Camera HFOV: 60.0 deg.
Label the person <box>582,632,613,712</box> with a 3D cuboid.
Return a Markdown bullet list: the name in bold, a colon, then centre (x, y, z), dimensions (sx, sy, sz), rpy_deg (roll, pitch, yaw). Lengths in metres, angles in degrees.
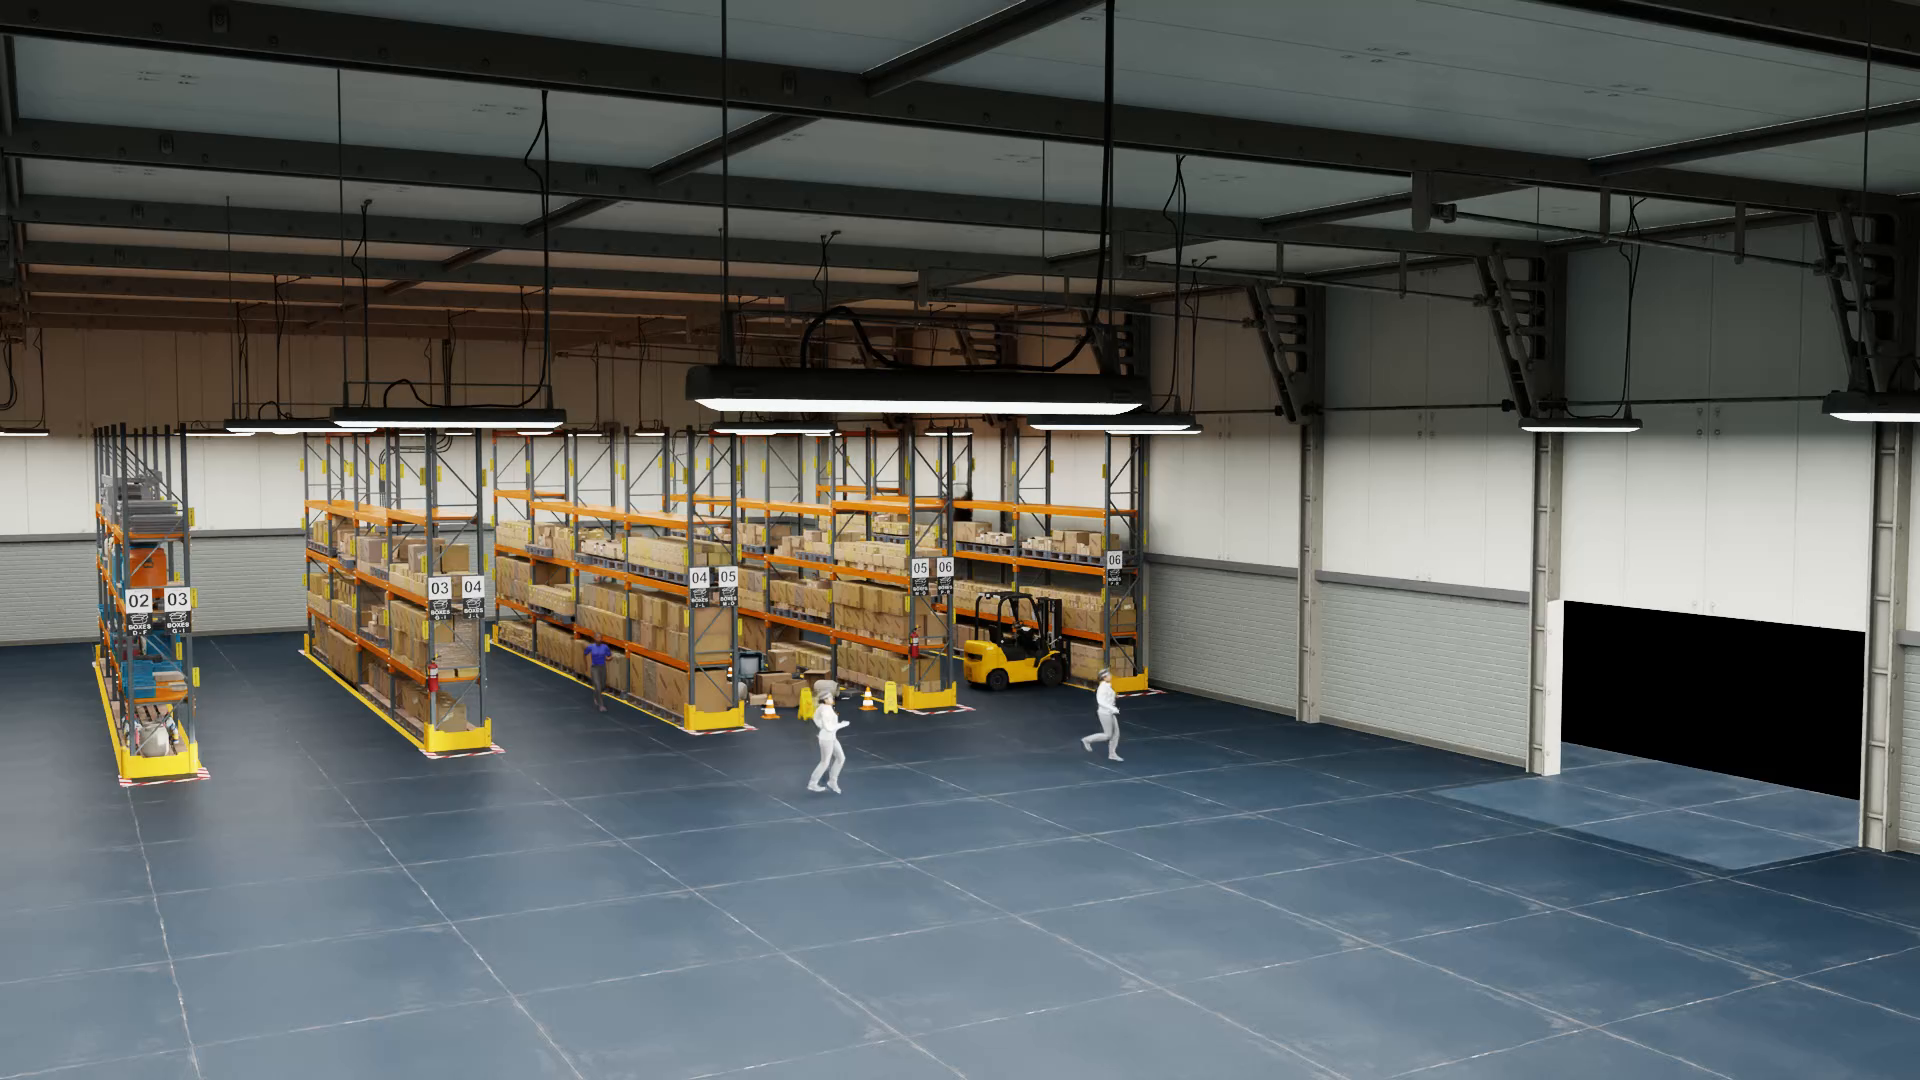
- **person**: centre (-7.625, 2.756, 35.038), dimensions (0.576, 1.639, 0.912), rpy_deg (-2, 4, -30)

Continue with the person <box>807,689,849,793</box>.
- **person**: centre (-2.120, 3.254, 26.824), dimensions (0.684, 1.734, 0.592), rpy_deg (0, 3, 0)

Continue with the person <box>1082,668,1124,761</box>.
- **person**: centre (2.560, 3.107, 29.677), dimensions (0.747, 1.677, 0.617), rpy_deg (1, 4, 12)

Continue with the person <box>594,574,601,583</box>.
- **person**: centre (-10.755, 1.858, 49.637), dimensions (0.849, 1.735, 0.680), rpy_deg (-2, 4, -30)
